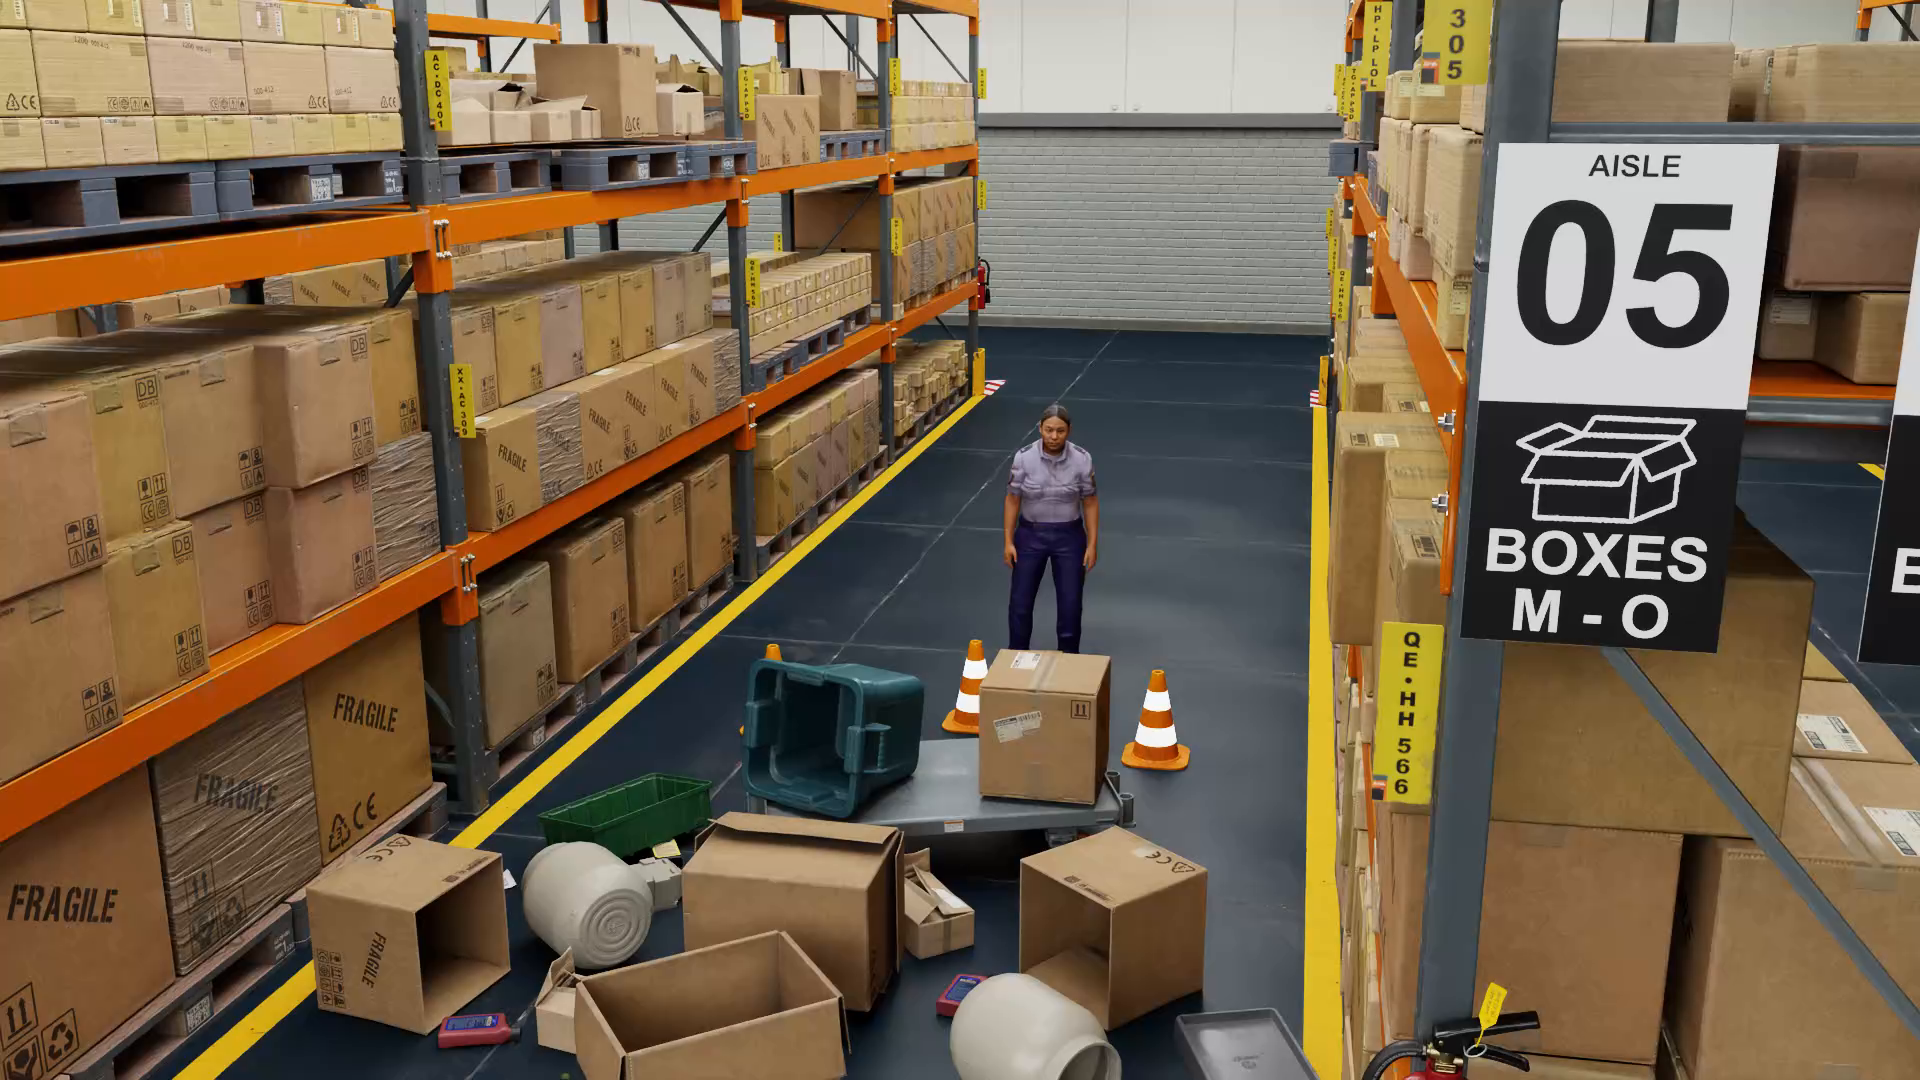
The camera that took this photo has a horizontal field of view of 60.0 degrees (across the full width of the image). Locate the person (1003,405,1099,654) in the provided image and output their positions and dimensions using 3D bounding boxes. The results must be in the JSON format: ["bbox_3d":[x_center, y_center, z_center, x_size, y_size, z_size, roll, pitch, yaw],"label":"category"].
[{"bbox_3d":[0.494,0.046,9.353,0.563,1.653,0.335,1,15,5],"label":"person"}]
